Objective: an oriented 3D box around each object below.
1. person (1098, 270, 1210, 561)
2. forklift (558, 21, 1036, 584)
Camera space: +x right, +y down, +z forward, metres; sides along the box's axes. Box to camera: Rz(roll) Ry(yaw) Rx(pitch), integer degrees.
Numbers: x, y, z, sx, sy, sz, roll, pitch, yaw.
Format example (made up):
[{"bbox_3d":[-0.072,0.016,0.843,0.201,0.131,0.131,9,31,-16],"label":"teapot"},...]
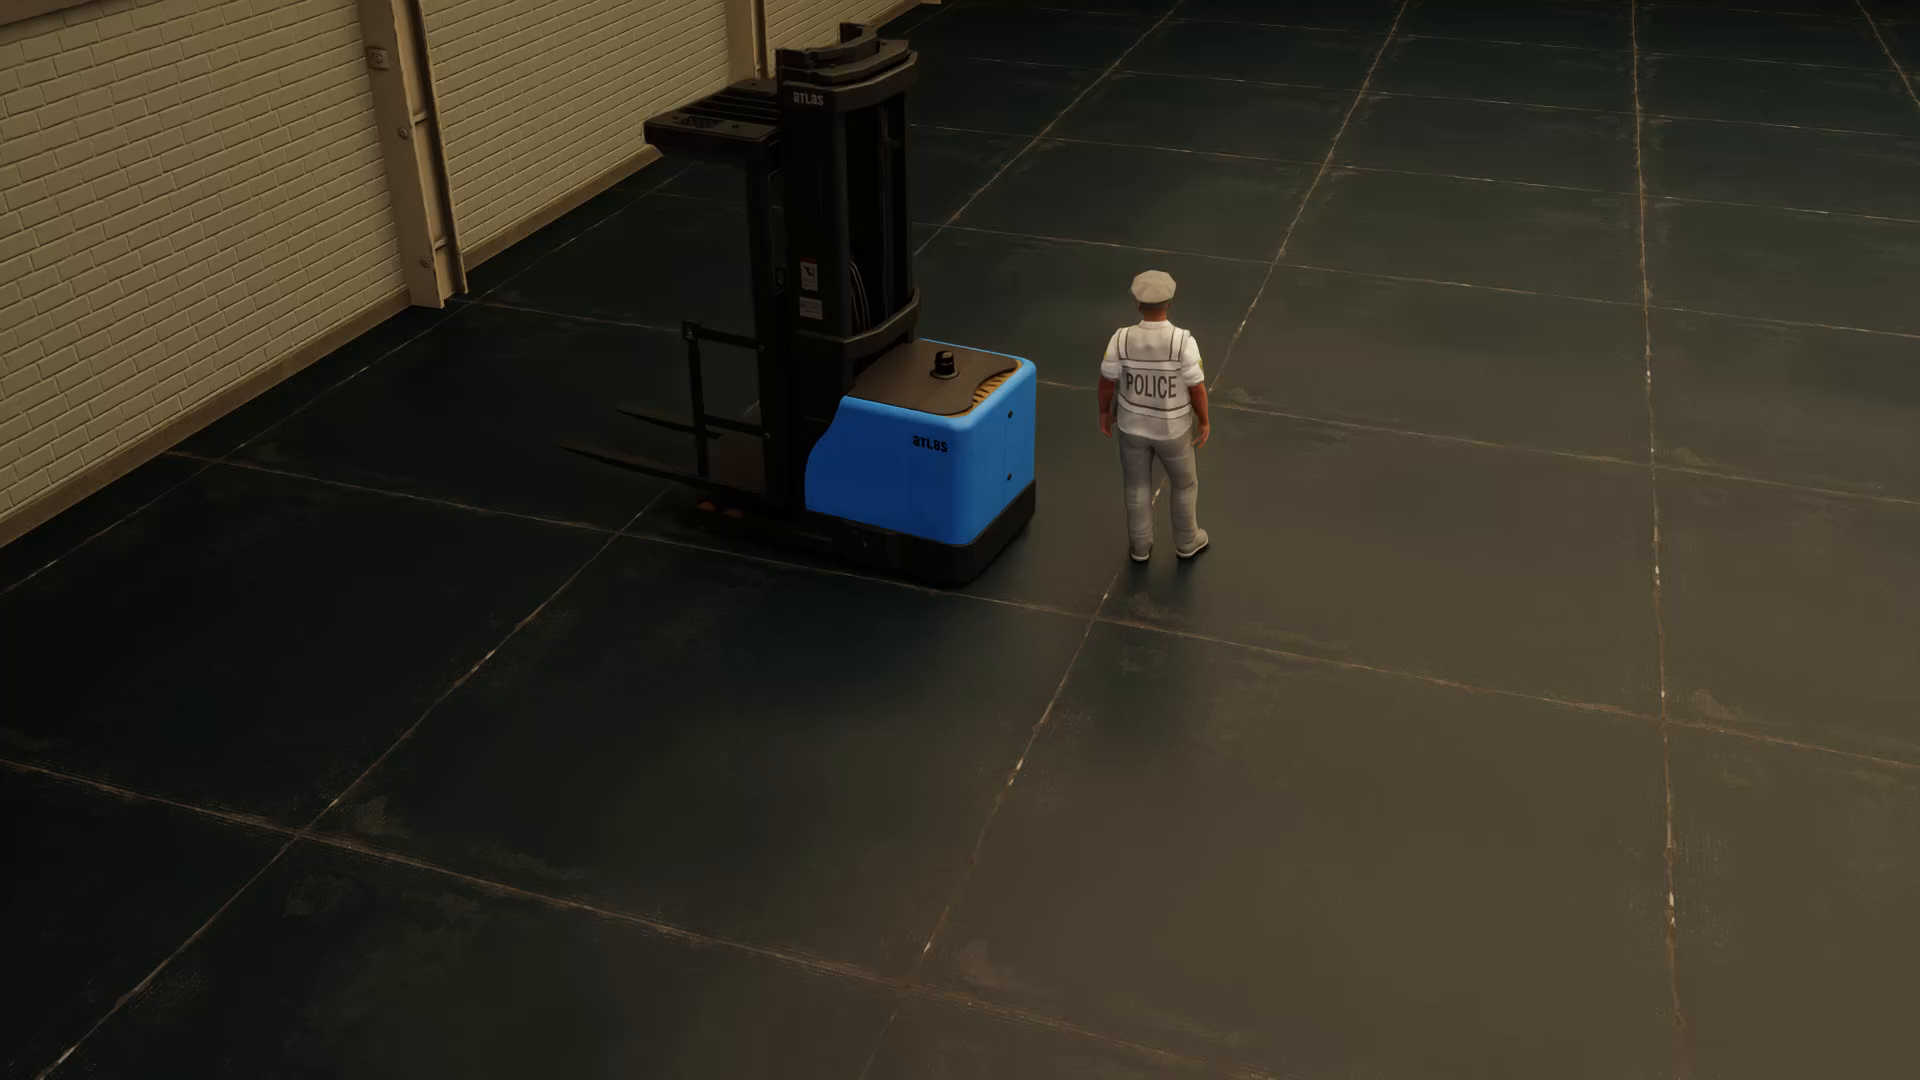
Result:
[{"bbox_3d":[1.127,-0.710,9.547,0.660,1.777,0.546,9,31,15],"label":"person"},{"bbox_3d":[-1.090,-1.513,9.791,3.031,2.935,1.130,14,32,23],"label":"forklift"}]
